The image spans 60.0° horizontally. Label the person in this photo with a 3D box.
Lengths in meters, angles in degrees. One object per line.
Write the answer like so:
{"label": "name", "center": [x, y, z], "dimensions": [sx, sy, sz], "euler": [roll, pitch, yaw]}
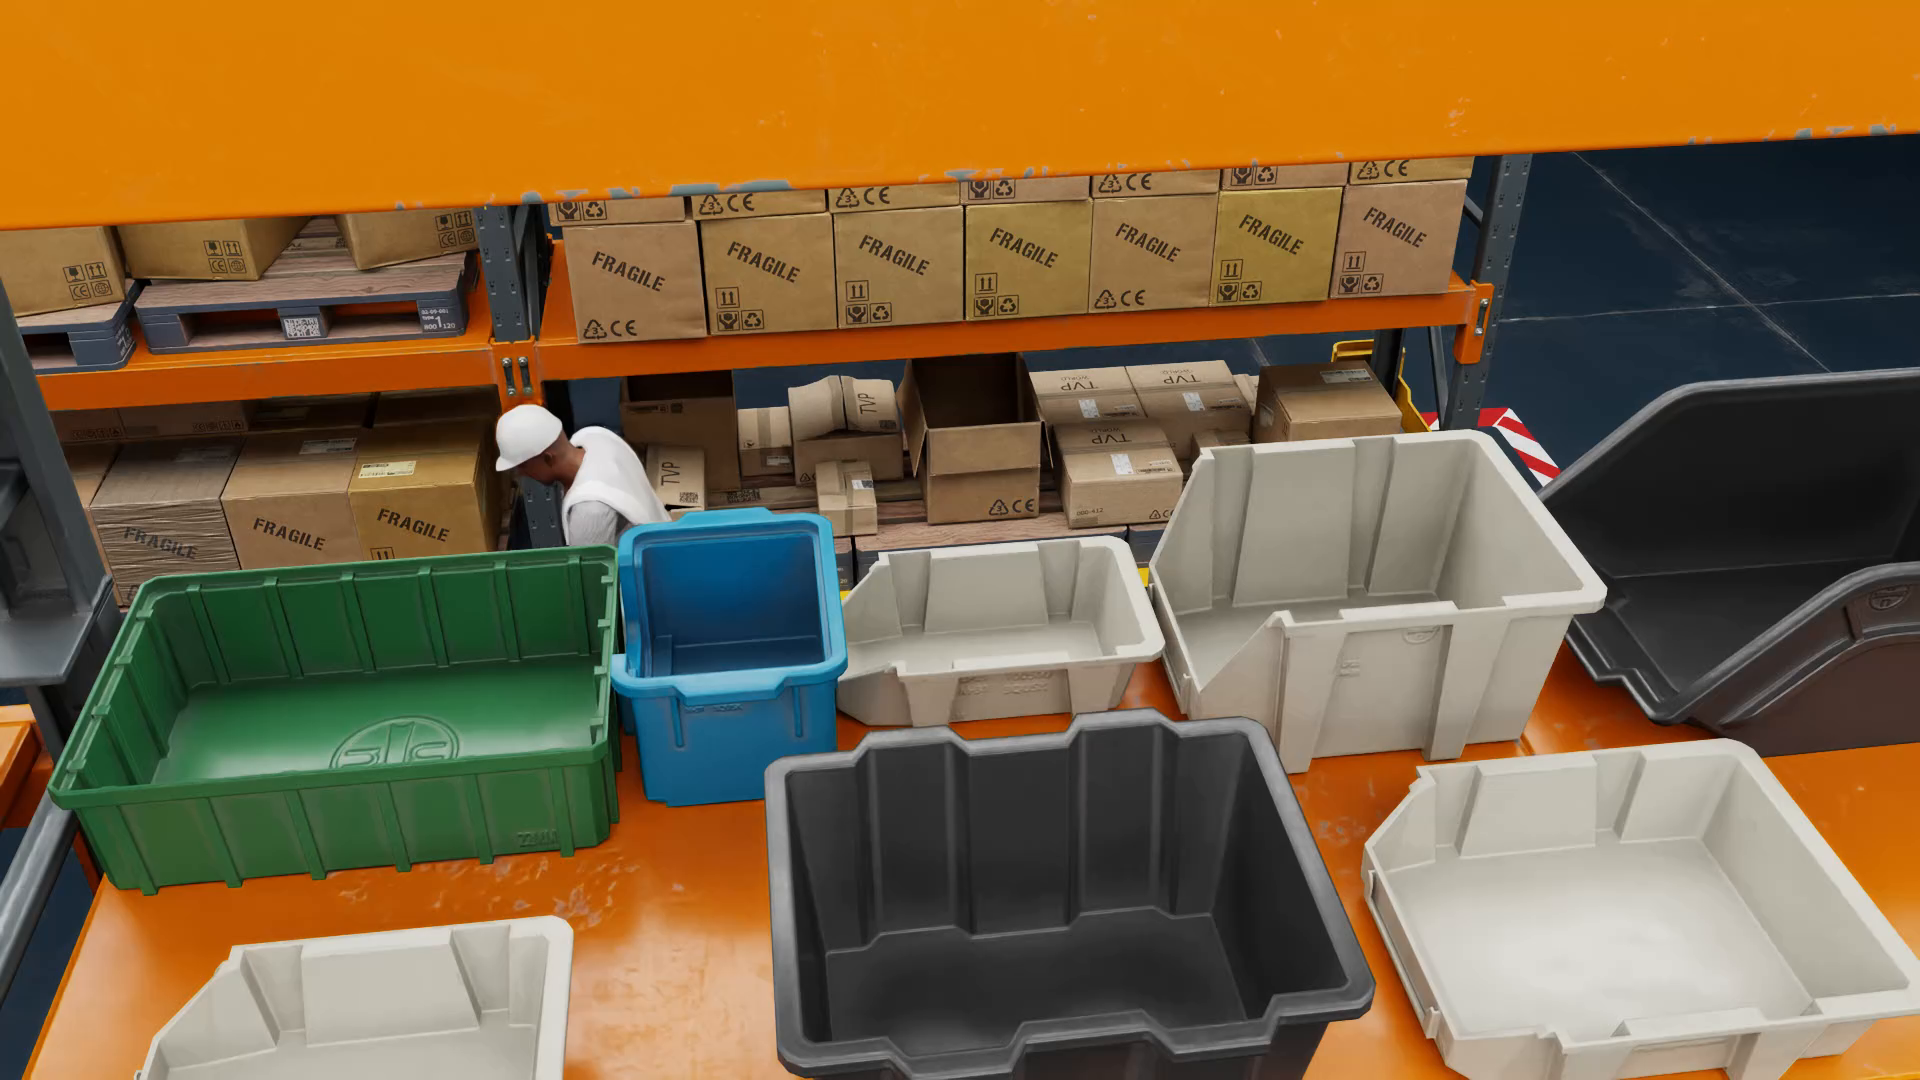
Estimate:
{"label": "person", "center": [-1.256, 0.217, 5.954], "dimensions": [0.606, 1.624, 0.598], "euler": [-4, 35, -6]}
